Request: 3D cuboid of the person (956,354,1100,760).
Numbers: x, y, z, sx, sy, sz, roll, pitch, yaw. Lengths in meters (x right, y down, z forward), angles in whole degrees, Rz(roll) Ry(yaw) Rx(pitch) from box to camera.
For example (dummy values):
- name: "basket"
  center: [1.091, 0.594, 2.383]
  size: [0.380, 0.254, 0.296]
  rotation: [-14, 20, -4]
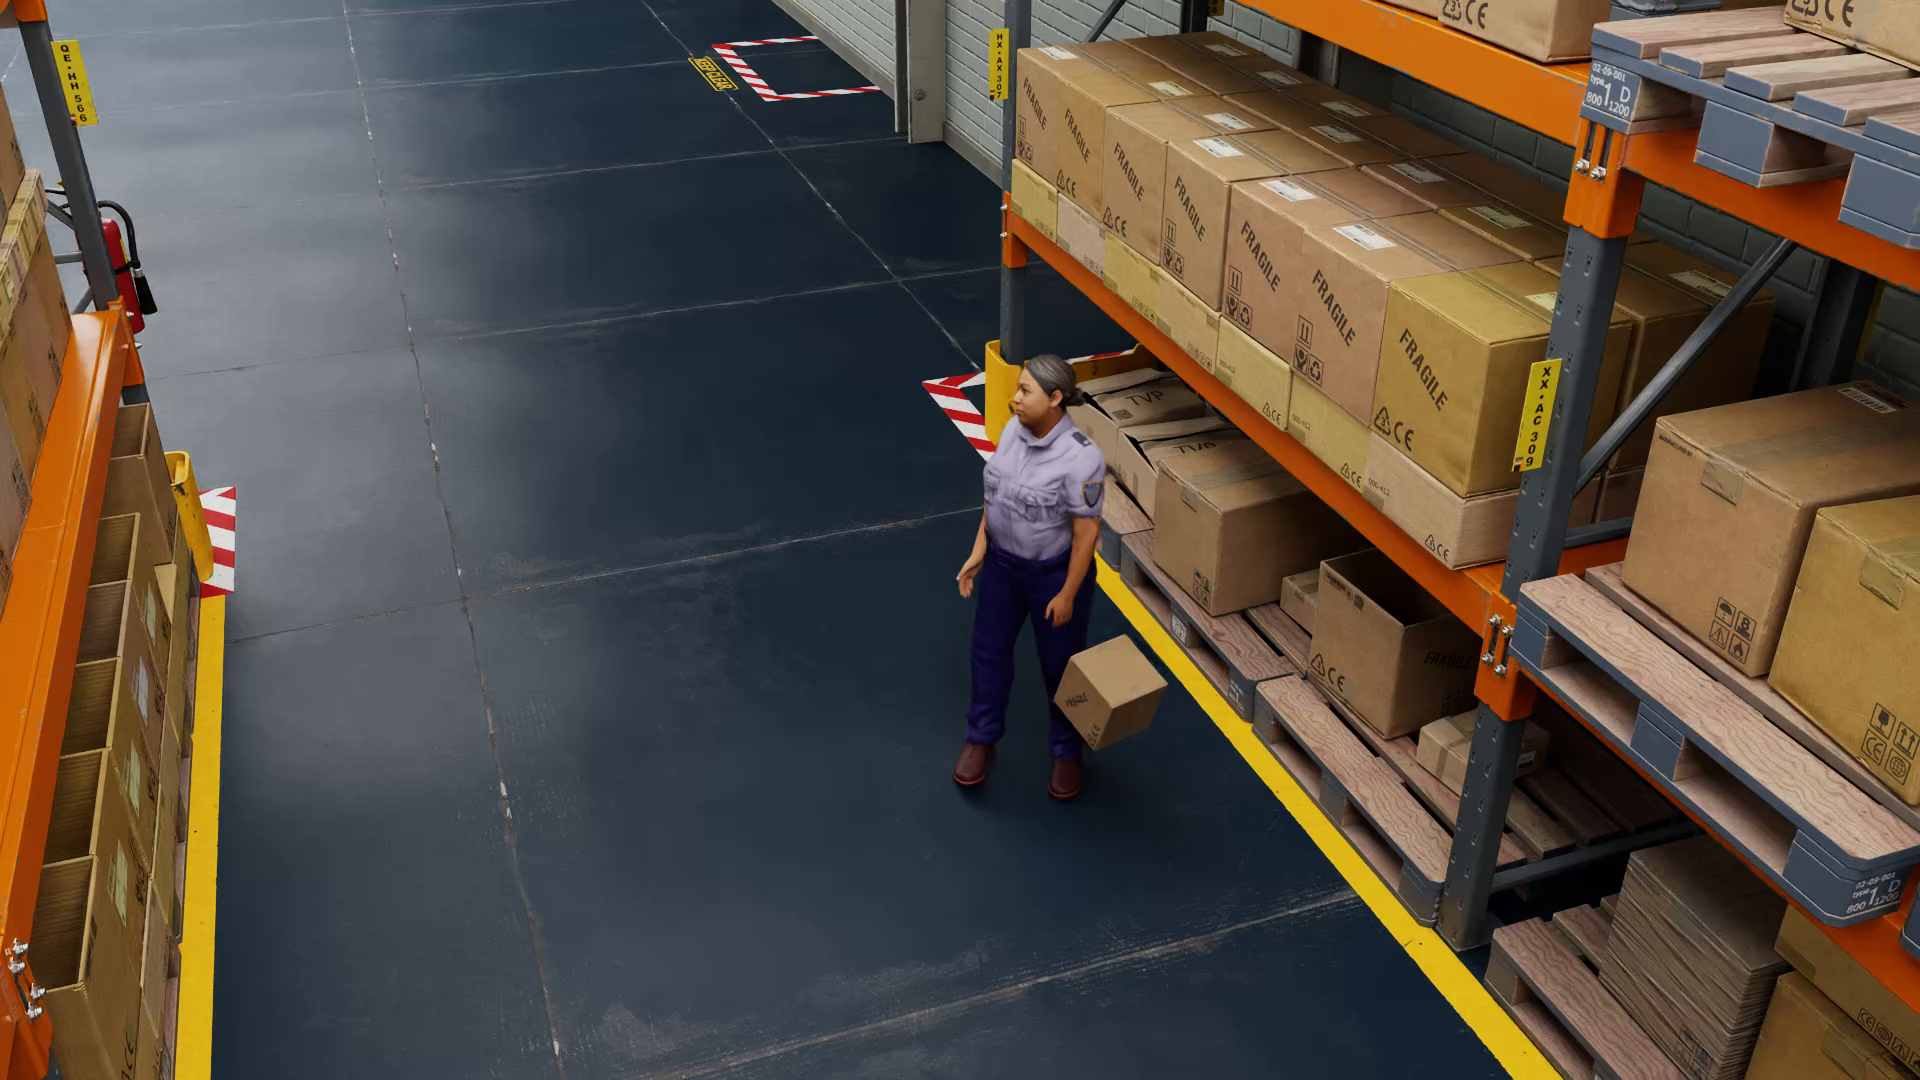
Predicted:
- name: "person"
  center: [0.277, 0.115, 5.854]
  size: [0.494, 1.569, 0.396]
  rotation: [25, 38, 36]
